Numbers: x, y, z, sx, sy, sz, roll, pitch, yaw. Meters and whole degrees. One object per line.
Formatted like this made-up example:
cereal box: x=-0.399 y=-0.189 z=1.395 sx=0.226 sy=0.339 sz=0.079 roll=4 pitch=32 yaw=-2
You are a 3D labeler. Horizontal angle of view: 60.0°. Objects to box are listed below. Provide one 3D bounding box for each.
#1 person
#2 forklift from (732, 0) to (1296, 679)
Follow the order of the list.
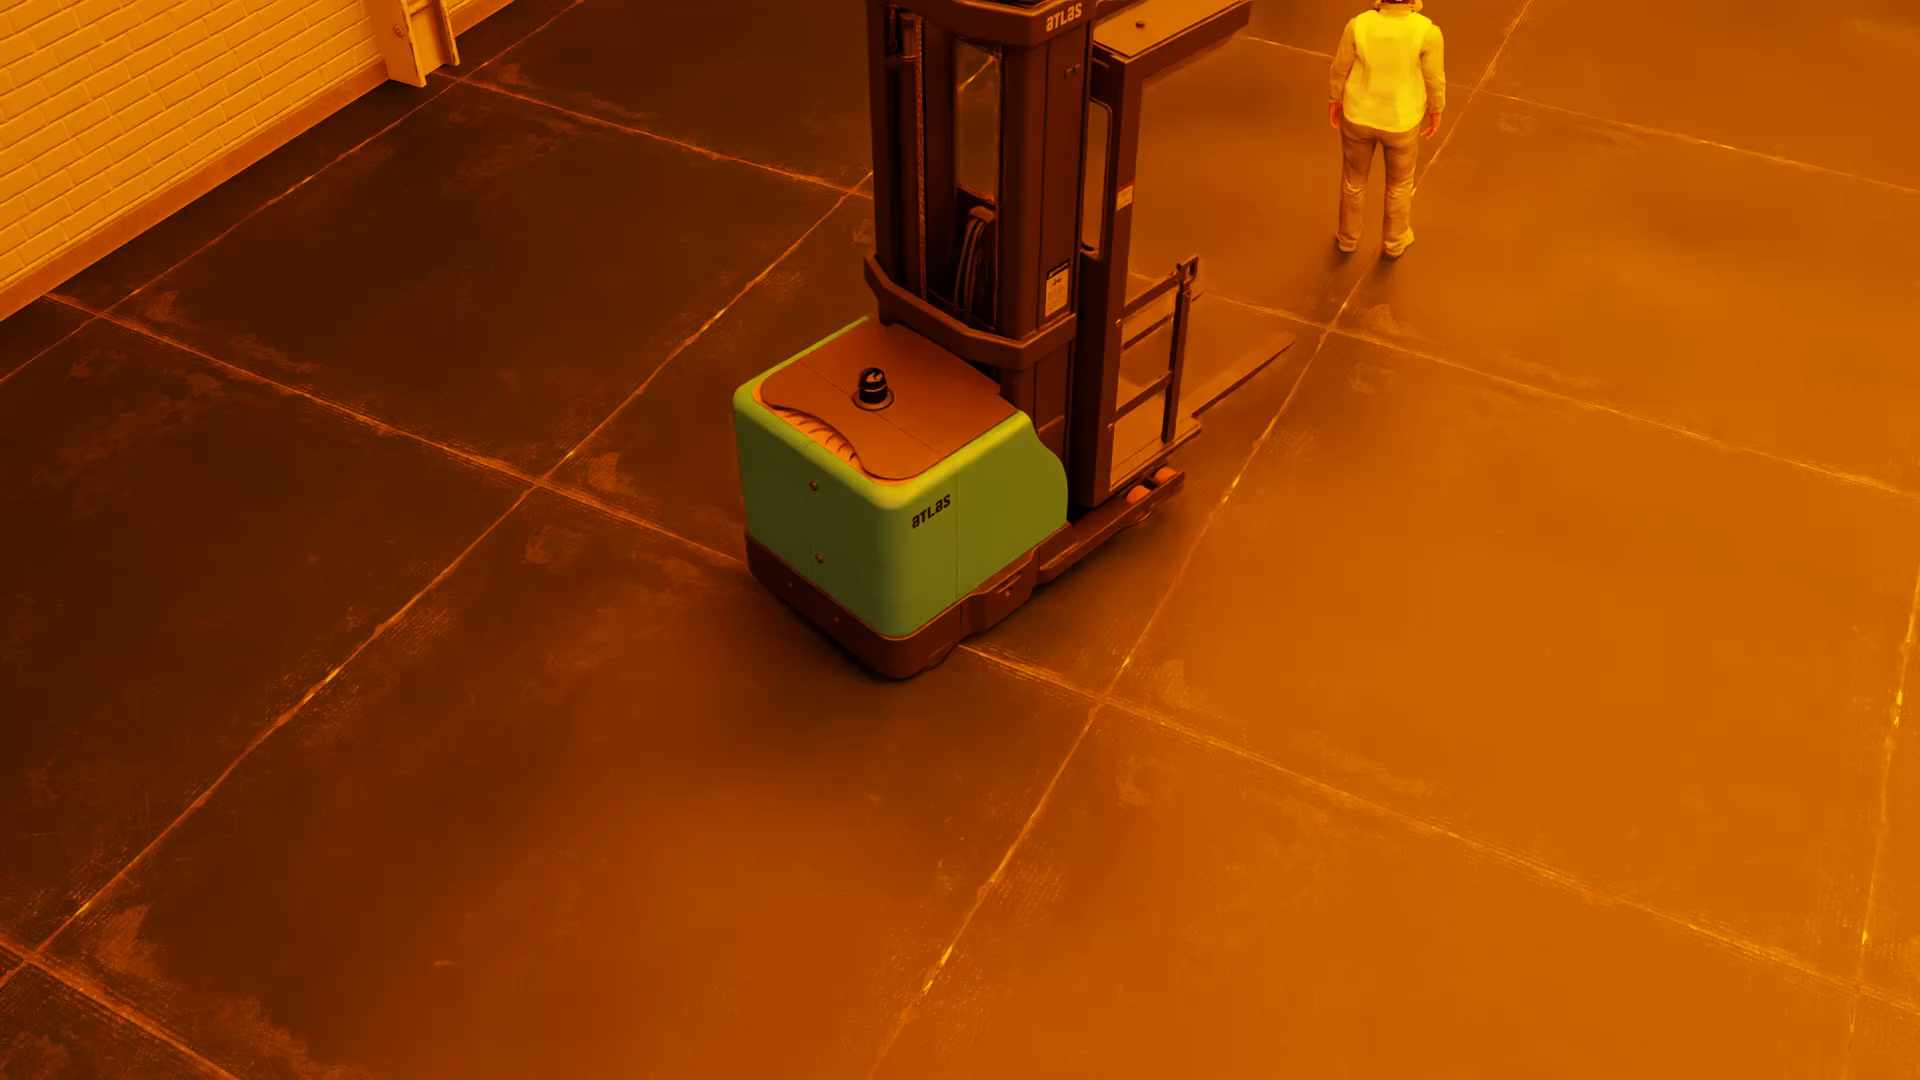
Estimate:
person: x=2.293 y=-2.333 z=8.975 sx=0.619 sy=1.785 sz=0.528 roll=15 pitch=45 yaw=15
forklift: x=0.432 y=-1.383 z=7.122 sx=1.130 sy=2.935 sz=3.031 roll=34 pitch=53 yaw=31
